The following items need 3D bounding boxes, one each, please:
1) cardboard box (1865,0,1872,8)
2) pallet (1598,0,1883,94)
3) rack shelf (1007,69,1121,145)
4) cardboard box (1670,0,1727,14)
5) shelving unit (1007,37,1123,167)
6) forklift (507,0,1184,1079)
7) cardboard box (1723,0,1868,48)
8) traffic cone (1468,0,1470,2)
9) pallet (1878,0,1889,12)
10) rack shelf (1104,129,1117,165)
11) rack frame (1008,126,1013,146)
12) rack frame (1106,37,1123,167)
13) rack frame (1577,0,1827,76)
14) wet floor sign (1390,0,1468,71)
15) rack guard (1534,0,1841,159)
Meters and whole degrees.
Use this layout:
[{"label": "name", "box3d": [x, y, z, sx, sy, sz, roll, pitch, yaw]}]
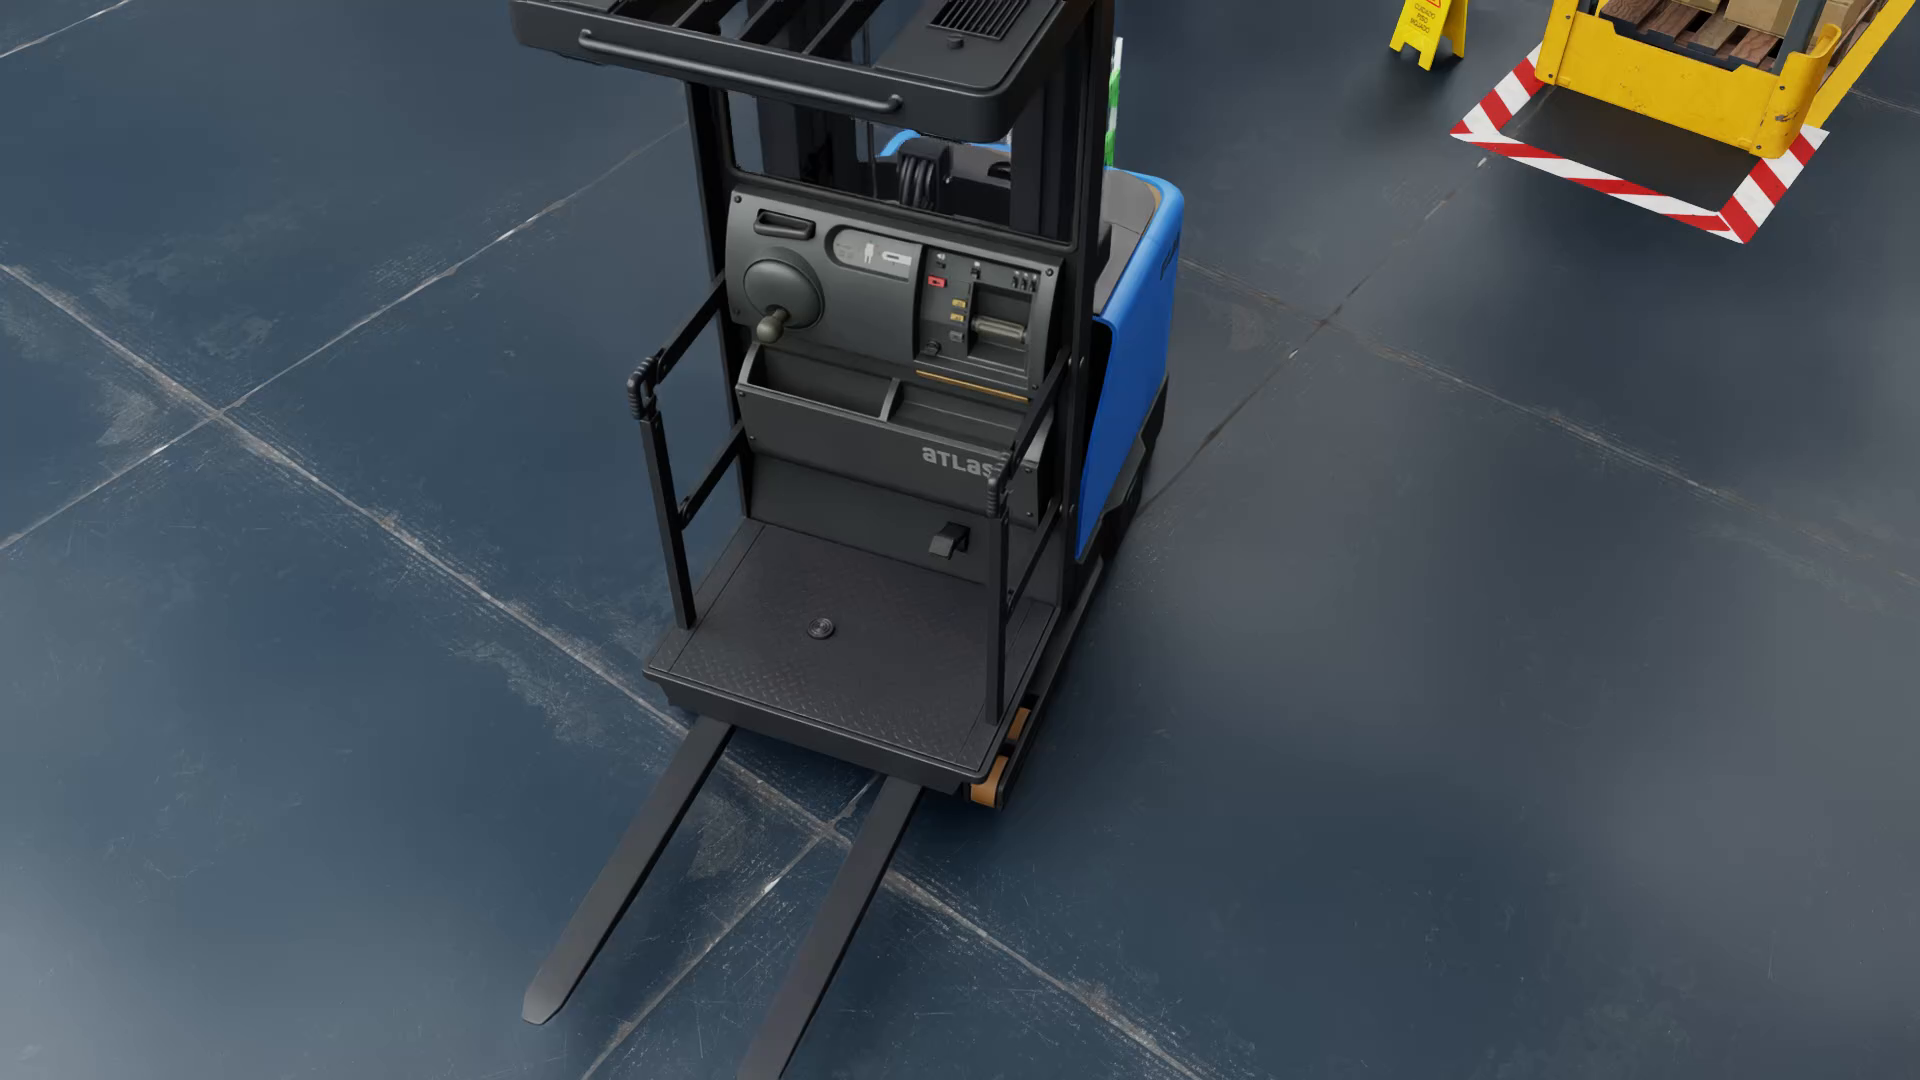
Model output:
[{"label": "cardboard box", "box3d": [4.234, -2.840, 7.999, 0.500, 0.250, 0.500, 31, 54, 26]}, {"label": "pallet", "box3d": [3.775, -2.546, 8.036, 1.003, 0.211, 1.213, 29, 53, 25]}, {"label": "rack shelf", "box3d": [0.362, -1.469, 5.743, 0.258, 0.148, 0.480, 15, 47, 14]}, {"label": "cardboard box", "box3d": [3.500, -2.807, 7.968, 0.500, 0.250, 0.500, 29, 53, 25]}, {"label": "shelving unit", "box3d": [0.361, -1.178, 6.041, 0.258, 1.200, 0.503, 15, 47, 14]}, {"label": "forklift", "box3d": [-0.267, -0.563, 4.261, 1.130, 2.935, 3.031, 16, 48, 15]}, {"label": "cardboard box", "box3d": [3.916, -2.551, 7.723, 0.500, 0.250, 0.500, 29, 53, 25]}, {"label": "traffic cone", "box3d": [2.446, -2.956, 8.254, 0.336, 0.463, 0.334, 29, 53, 25]}, {"label": "pallet", "box3d": [4.521, -3.241, 8.700, 1.003, 0.211, 1.213, 29, 53, 25]}, {"label": "rack shelf", "box3d": [0.361, -1.301, 5.915, 0.258, 0.148, 0.480, 15, 47, 14]}, {"label": "rack frame", "box3d": [0.275, -1.015, 5.881, 0.240, 1.200, 0.015, 15, 47, 14]}, {"label": "rack frame", "box3d": [0.446, -1.341, 6.201, 0.240, 1.200, 0.015, 15, 47, 14]}, {"label": "rack frame", "box3d": [3.204, -3.016, 6.557, 1.000, 3.000, 0.127, 29, 53, 25]}, {"label": "wet floor sign", "box3d": [2.241, -2.567, 7.756, 0.232, 0.644, 0.267, -25, 51, -22]}, {"label": "rack guard", "box3d": [3.250, -2.196, 7.502, 1.175, 0.500, 0.348, 29, 53, 25]}]
